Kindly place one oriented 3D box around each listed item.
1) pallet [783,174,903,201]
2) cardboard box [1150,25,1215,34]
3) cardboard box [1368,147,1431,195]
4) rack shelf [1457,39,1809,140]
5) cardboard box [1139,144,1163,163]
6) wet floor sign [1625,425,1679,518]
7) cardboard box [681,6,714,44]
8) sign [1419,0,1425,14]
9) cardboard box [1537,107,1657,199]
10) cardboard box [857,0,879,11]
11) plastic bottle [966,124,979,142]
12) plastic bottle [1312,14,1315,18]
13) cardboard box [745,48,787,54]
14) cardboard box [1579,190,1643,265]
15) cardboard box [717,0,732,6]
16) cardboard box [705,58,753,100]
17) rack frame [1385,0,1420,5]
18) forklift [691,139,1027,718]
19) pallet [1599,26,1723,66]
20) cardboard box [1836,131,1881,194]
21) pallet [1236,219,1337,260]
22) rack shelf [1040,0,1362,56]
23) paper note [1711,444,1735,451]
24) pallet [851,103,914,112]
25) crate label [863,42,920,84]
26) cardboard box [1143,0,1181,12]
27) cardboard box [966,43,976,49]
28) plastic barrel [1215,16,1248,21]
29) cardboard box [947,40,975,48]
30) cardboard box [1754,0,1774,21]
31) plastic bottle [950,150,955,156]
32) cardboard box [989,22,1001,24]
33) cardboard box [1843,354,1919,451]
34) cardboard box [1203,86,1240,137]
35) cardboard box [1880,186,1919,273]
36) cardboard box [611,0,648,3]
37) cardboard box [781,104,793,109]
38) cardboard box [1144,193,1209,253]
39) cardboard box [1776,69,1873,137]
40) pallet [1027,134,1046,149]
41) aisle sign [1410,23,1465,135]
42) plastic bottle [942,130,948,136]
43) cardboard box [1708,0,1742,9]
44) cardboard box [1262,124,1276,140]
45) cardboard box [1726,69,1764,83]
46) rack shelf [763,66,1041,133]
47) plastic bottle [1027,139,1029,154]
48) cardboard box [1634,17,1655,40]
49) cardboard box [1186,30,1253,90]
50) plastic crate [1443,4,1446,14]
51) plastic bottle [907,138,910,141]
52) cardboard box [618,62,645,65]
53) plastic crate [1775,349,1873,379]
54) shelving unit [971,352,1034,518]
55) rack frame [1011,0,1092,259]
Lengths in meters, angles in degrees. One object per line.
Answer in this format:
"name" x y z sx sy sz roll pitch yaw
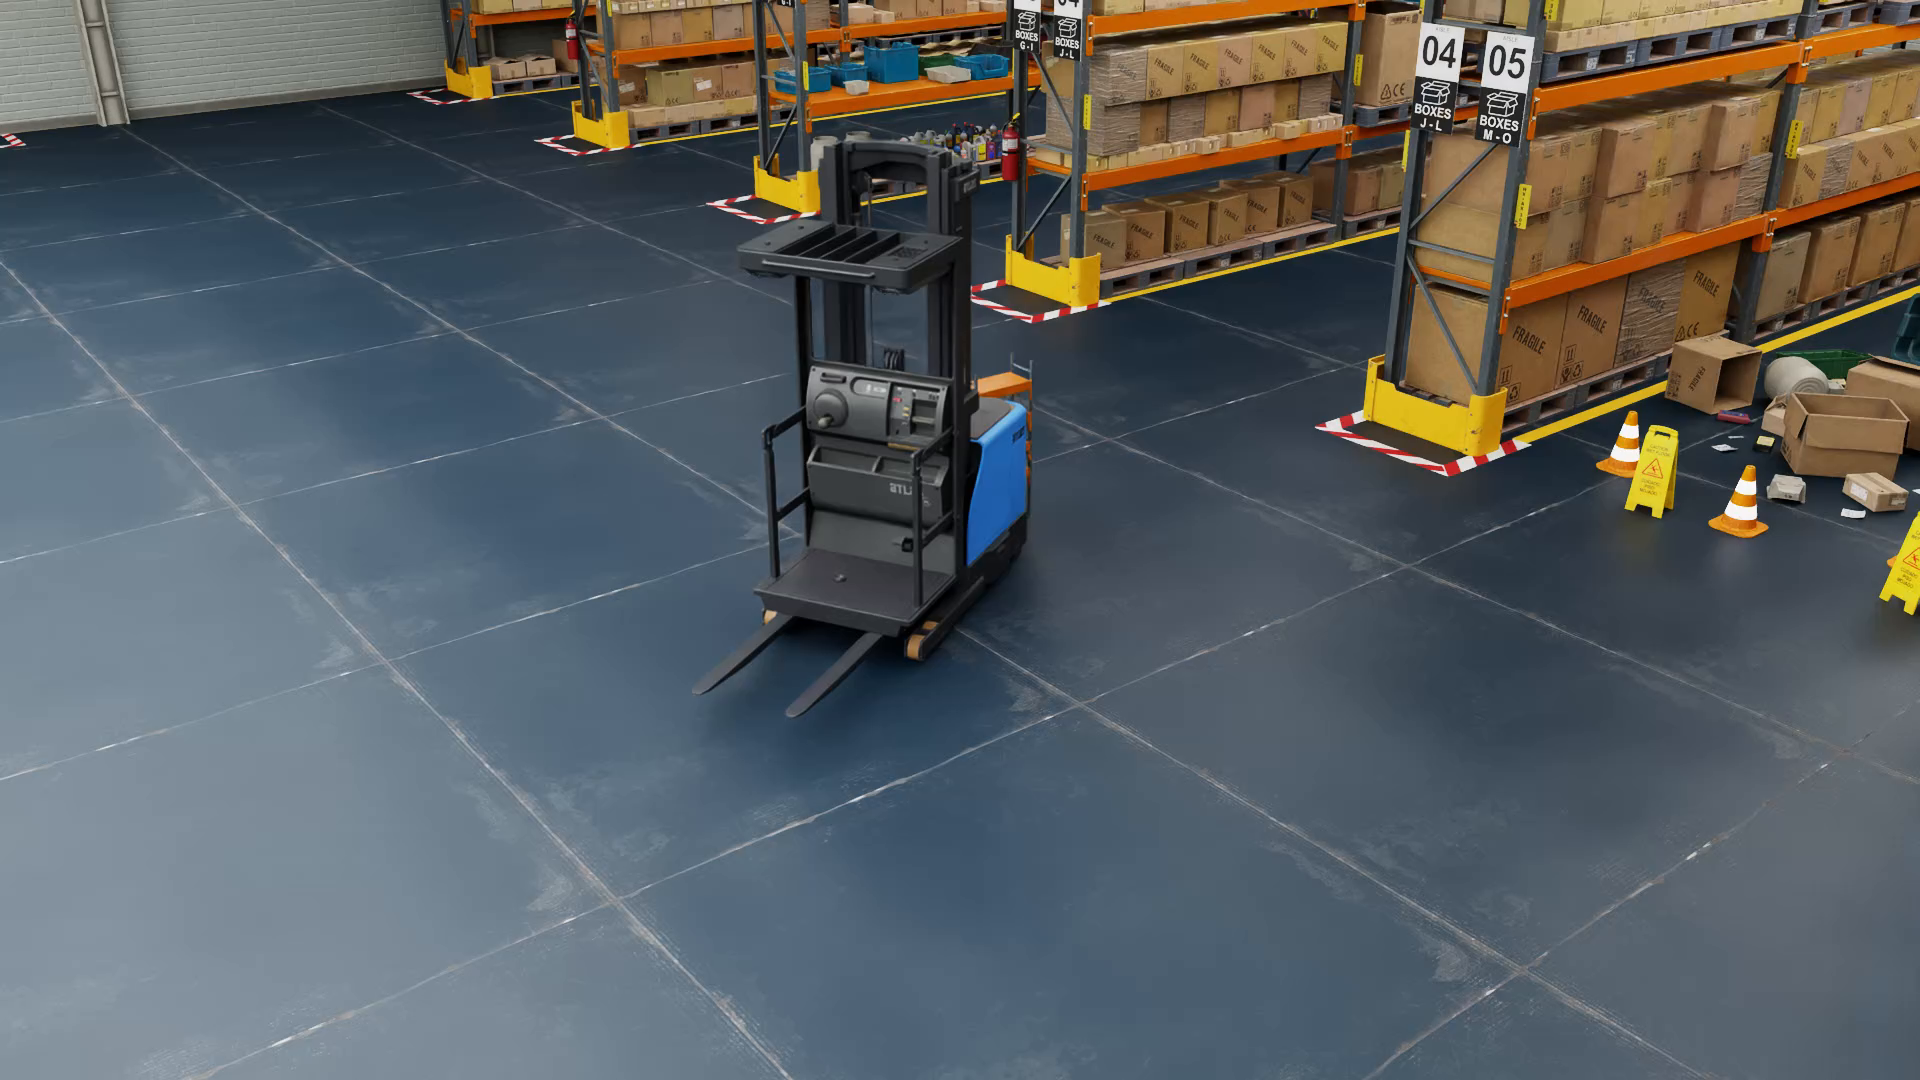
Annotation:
"pallet" -1.491 -4.543 21.287 1.213 0.211 1.003 -18 31 -34
"cardboard box" 2.355 -5.169 17.664 0.500 0.500 0.500 -18 31 -34
"cardboard box" 5.363 -4.442 20.205 0.500 0.500 0.700 -21 32 -38
"rack shelf" 5.447 -3.807 13.680 4.000 0.370 1.077 -18 31 -34
"cardboard box" 1.862 -3.994 17.090 0.250 0.149 0.380 -18 31 -34
"wet floor sign" 5.072 -0.521 12.107 0.267 0.644 0.232 21 32 37
"cardboard box" -4.038 -7.632 24.513 0.500 0.500 0.700 -18 30 -34
"sign" 3.549 -4.162 12.635 0.005 0.325 0.100 -18 31 -34
"cardboard box" 5.089 -3.168 13.552 0.550 0.550 0.875 -18 31 -34
"cardboard box" -1.492 -8.472 26.601 0.258 0.266 0.396 -19 31 -35
"plastic bottle" 0.181 -5.480 22.618 0.185 0.351 0.144 -18 31 -34
"plastic bottle" 5.350 -7.793 25.117 0.133 0.283 0.061 -18 31 -34
"cardboard box" -3.017 -7.378 25.961 0.500 0.500 0.500 -18 31 -34
"cardboard box" 5.074 -2.686 13.796 0.550 0.550 0.875 -18 31 -34
"cardboard box" -3.566 -7.974 24.479 0.250 0.149 0.380 -18 30 -34
"cardboard box" -3.477 -6.942 25.022 0.500 0.500 0.500 -18 31 -34
"rack frame" 7.278 -8.680 26.890 0.127 3.000 1.000 -18 31 -34
"forklift" -0.597 -0.794 9.978 1.130 2.935 3.031 11 27 22
"pallet" 5.411 -4.088 13.537 1.213 0.211 1.003 -18 31 -34
"cardboard box" 8.392 -3.645 15.922 0.500 0.500 0.500 -18 31 -34
"pallet" 3.533 -3.510 19.062 1.213 0.211 1.003 -18 31 -34
"rack shelf" 2.466 -5.476 17.277 4.000 0.370 1.077 -18 31 -34
"paper note" 6.122 -0.739 13.309 0.142 0.017 0.144 -8 26 -16
"pallet" -1.515 -7.183 26.977 1.213 0.211 1.003 -18 31 -34
"crate label" -0.883 -6.147 21.389 0.616 0.435 0.502 -18 31 -34
"cardboard box" 1.832 -5.390 16.416 0.500 0.250 0.500 -19 31 -35
"cardboard box" 0.412 -8.126 27.796 0.500 0.311 0.500 -19 31 -35
"plastic barrel" 3.953 -7.482 24.146 0.708 0.536 0.600 -18 31 -34
"cardboard box" 0.076 -8.302 28.177 0.500 0.311 0.500 -19 31 -35
"cardboard box" 6.530 -4.441 13.872 0.250 0.149 0.380 -18 30 -33
"plastic bottle" -0.119 -5.002 21.765 0.097 0.201 0.097 0 25 0
"cardboard box" 0.734 -10.965 33.869 0.750 0.750 0.750 -18 30 -33
"cardboard box" 7.558 -1.109 13.381 0.503 0.637 0.797 -18 31 -34
"cardboard box" 2.482 -4.647 17.728 0.500 0.500 0.875 -18 31 -34
"cardboard box" 9.633 -3.372 17.627 0.750 0.750 1.050 -19 31 -35
"cardboard box" -4.801 -7.969 23.698 0.500 0.500 0.700 -18 30 -34
"cardboard box" -2.700 -6.868 25.752 0.500 0.250 0.500 -18 31 -34
"cardboard box" 2.347 -3.458 18.109 0.500 0.500 0.500 -15 29 -29
"cardboard box" 8.209 -4.187 15.902 0.500 0.500 0.700 -18 30 -34
"pallet" 1.577 -5.554 23.466 1.213 0.211 1.003 -18 31 -34
"aisle sign" 3.632 -3.513 12.668 0.004 0.787 0.394 -18 31 -34
"plastic bottle" -0.212 -5.419 22.567 0.133 0.283 0.061 -17 30 -32
"cardboard box" 5.999 -4.482 13.488 0.500 0.250 0.500 -19 31 -34
"cardboard box" 3.209 -4.464 18.104 0.250 0.149 0.380 -18 31 -34
"cardboard box" 10.903 -6.411 24.025 0.875 0.875 0.875 -18 31 -34
"rack shelf" -0.591 -5.756 21.444 4.000 0.370 1.077 -18 31 -34
"plastic bottle" 0.890 -5.335 22.483 0.097 0.201 0.097 0 25 0
"cardboard box" 5.135 -3.980 12.881 0.250 0.149 0.380 -18 30 -34
"cardboard box" 2.673 -4.998 17.297 0.500 0.500 0.500 -18 31 -34
"plastic crate" 7.733 -8.661 27.091 0.243 0.136 0.396 -18 31 -34
"plastic bottle" -0.708 -5.174 22.039 0.133 0.283 0.061 -18 31 -34
"cardboard box" -5.922 -8.667 29.308 0.500 0.500 0.500 -21 32 -38
"plastic crate" 7.692 -1.563 14.827 0.662 0.188 0.450 -3 15 -7
"shelving unit" 0.240 -0.683 11.797 0.503 1.200 0.258 -17 30 -33
"rack frame" 0.892 -3.922 16.638 0.127 3.000 1.000 -18 31 -34
